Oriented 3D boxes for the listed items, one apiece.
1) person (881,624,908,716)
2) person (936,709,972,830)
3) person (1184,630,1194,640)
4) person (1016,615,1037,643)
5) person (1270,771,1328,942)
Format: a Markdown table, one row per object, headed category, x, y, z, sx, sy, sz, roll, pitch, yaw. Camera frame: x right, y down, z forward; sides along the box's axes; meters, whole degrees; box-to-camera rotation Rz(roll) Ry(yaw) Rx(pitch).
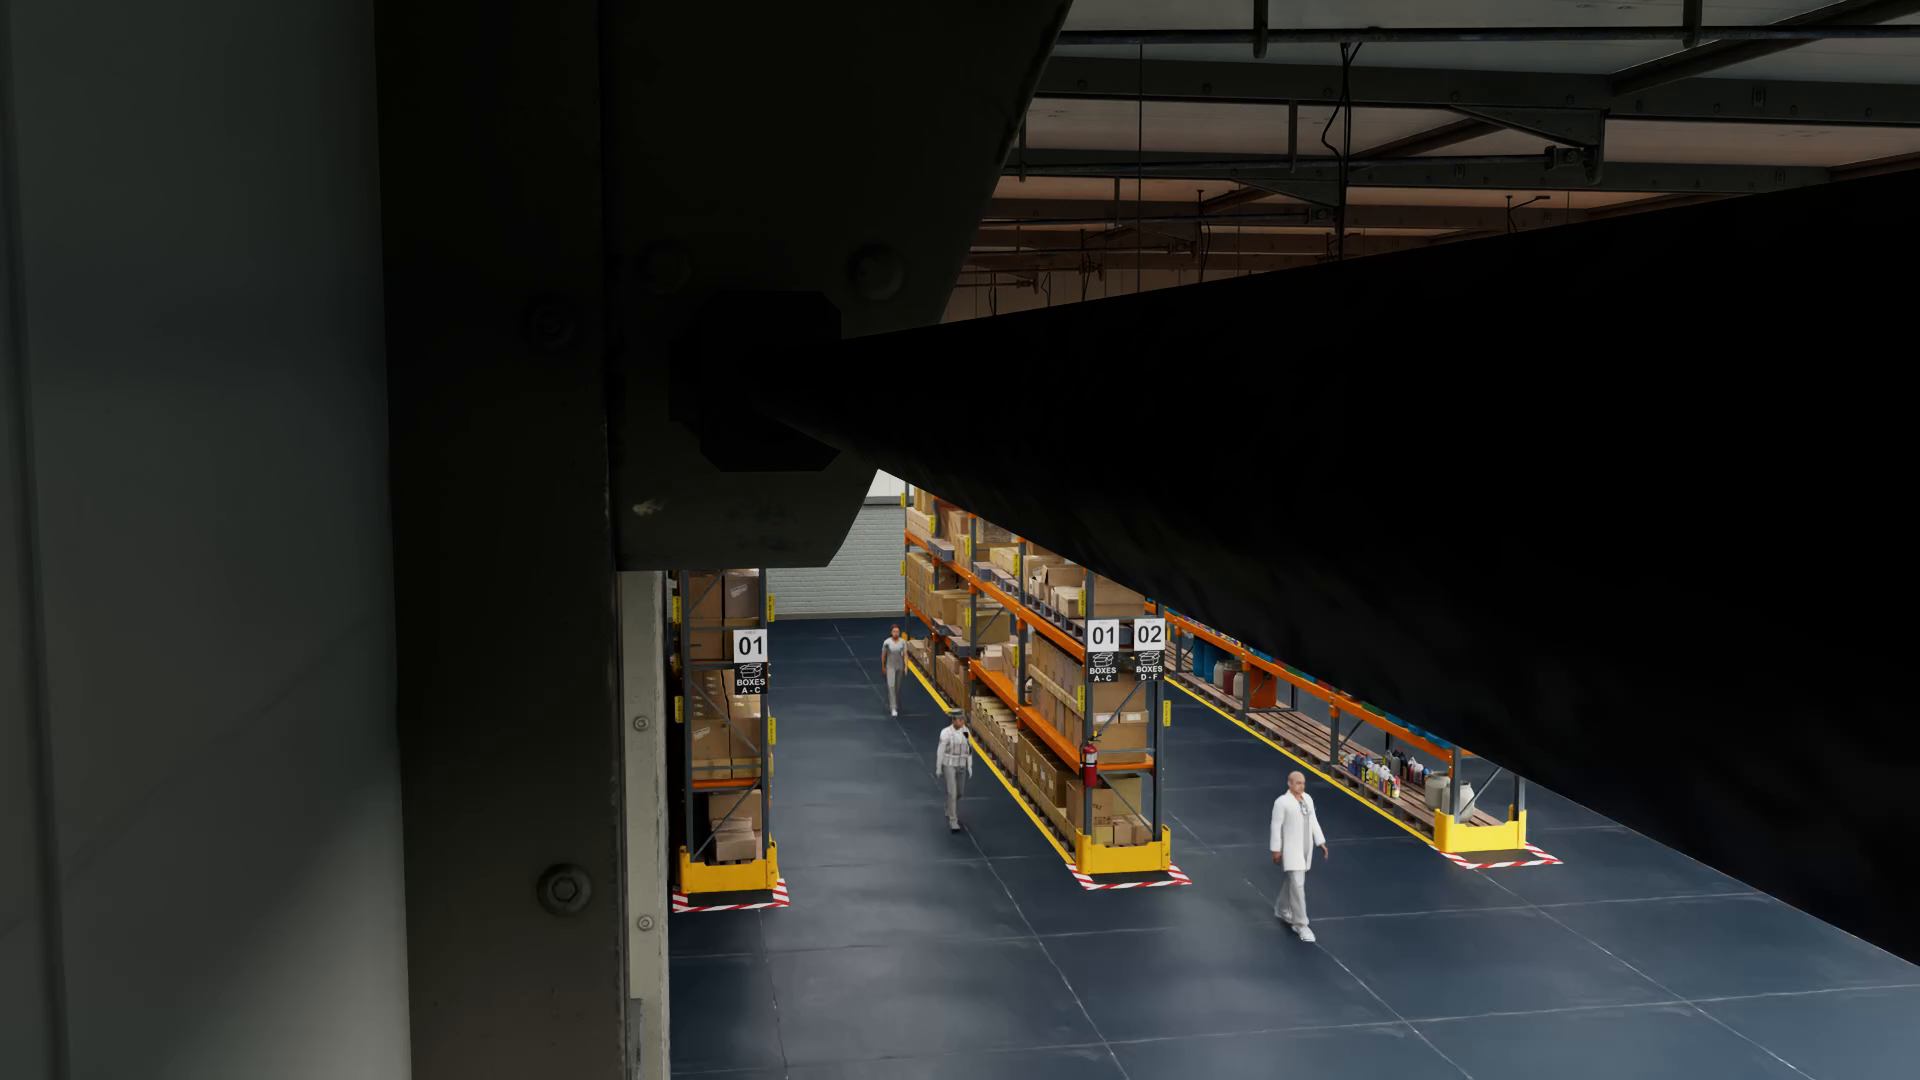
| category | x | y | z | sx | sy | sz | roll | pitch | yaw |
| --- | --- | --- | --- | --- | --- | --- | --- | --- | --- |
| person | -1.161 | 2.350 | 30.383 | 0.456 | 1.623 | 0.964 | -2 | 6 | -22 |
| person | -0.090 | 3.132 | 23.050 | 0.492 | 1.632 | 0.825 | -4 | 7 | -33 |
| person | 5.405 | 1.570 | 38.842 | 0.355 | 1.513 | 0.478 | 1 | 6 | 7 |
| person | 1.371 | 1.925 | 34.466 | 0.485 | 1.630 | 1.045 | -1 | 6 | -11 |
| person | 3.849 | 3.528 | 18.739 | 0.579 | 1.780 | 0.790 | -5 | 8 | -40 |
